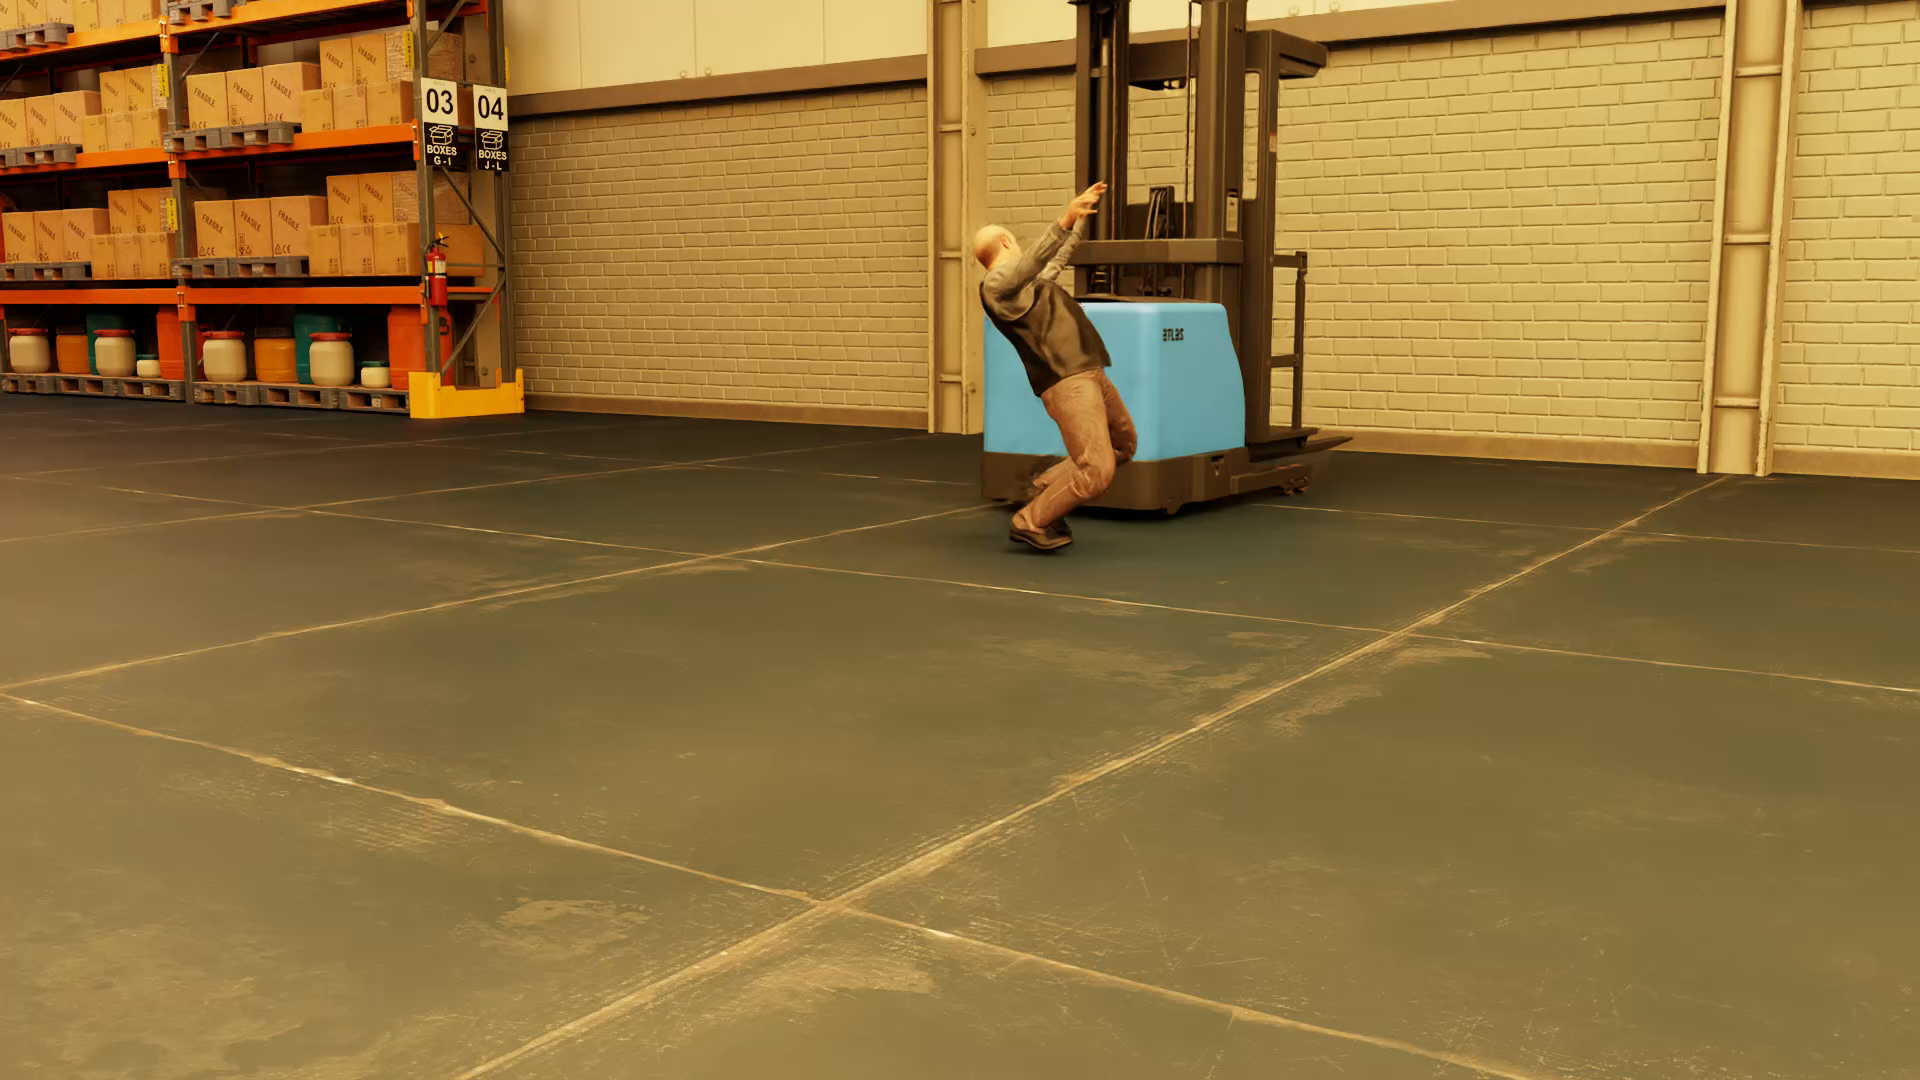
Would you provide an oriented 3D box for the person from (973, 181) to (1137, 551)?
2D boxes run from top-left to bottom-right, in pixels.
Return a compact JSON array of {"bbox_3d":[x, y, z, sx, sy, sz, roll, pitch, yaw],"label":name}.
[{"bbox_3d":[0.379,-0.758,7.204,0.715,1.612,0.967,2,8,12],"label":"person"}]

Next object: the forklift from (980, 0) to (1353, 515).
[{"bbox_3d":[1.366,-1.736,9.404,1.130,2.935,3.031,6,10,35],"label":"forklift"}]
